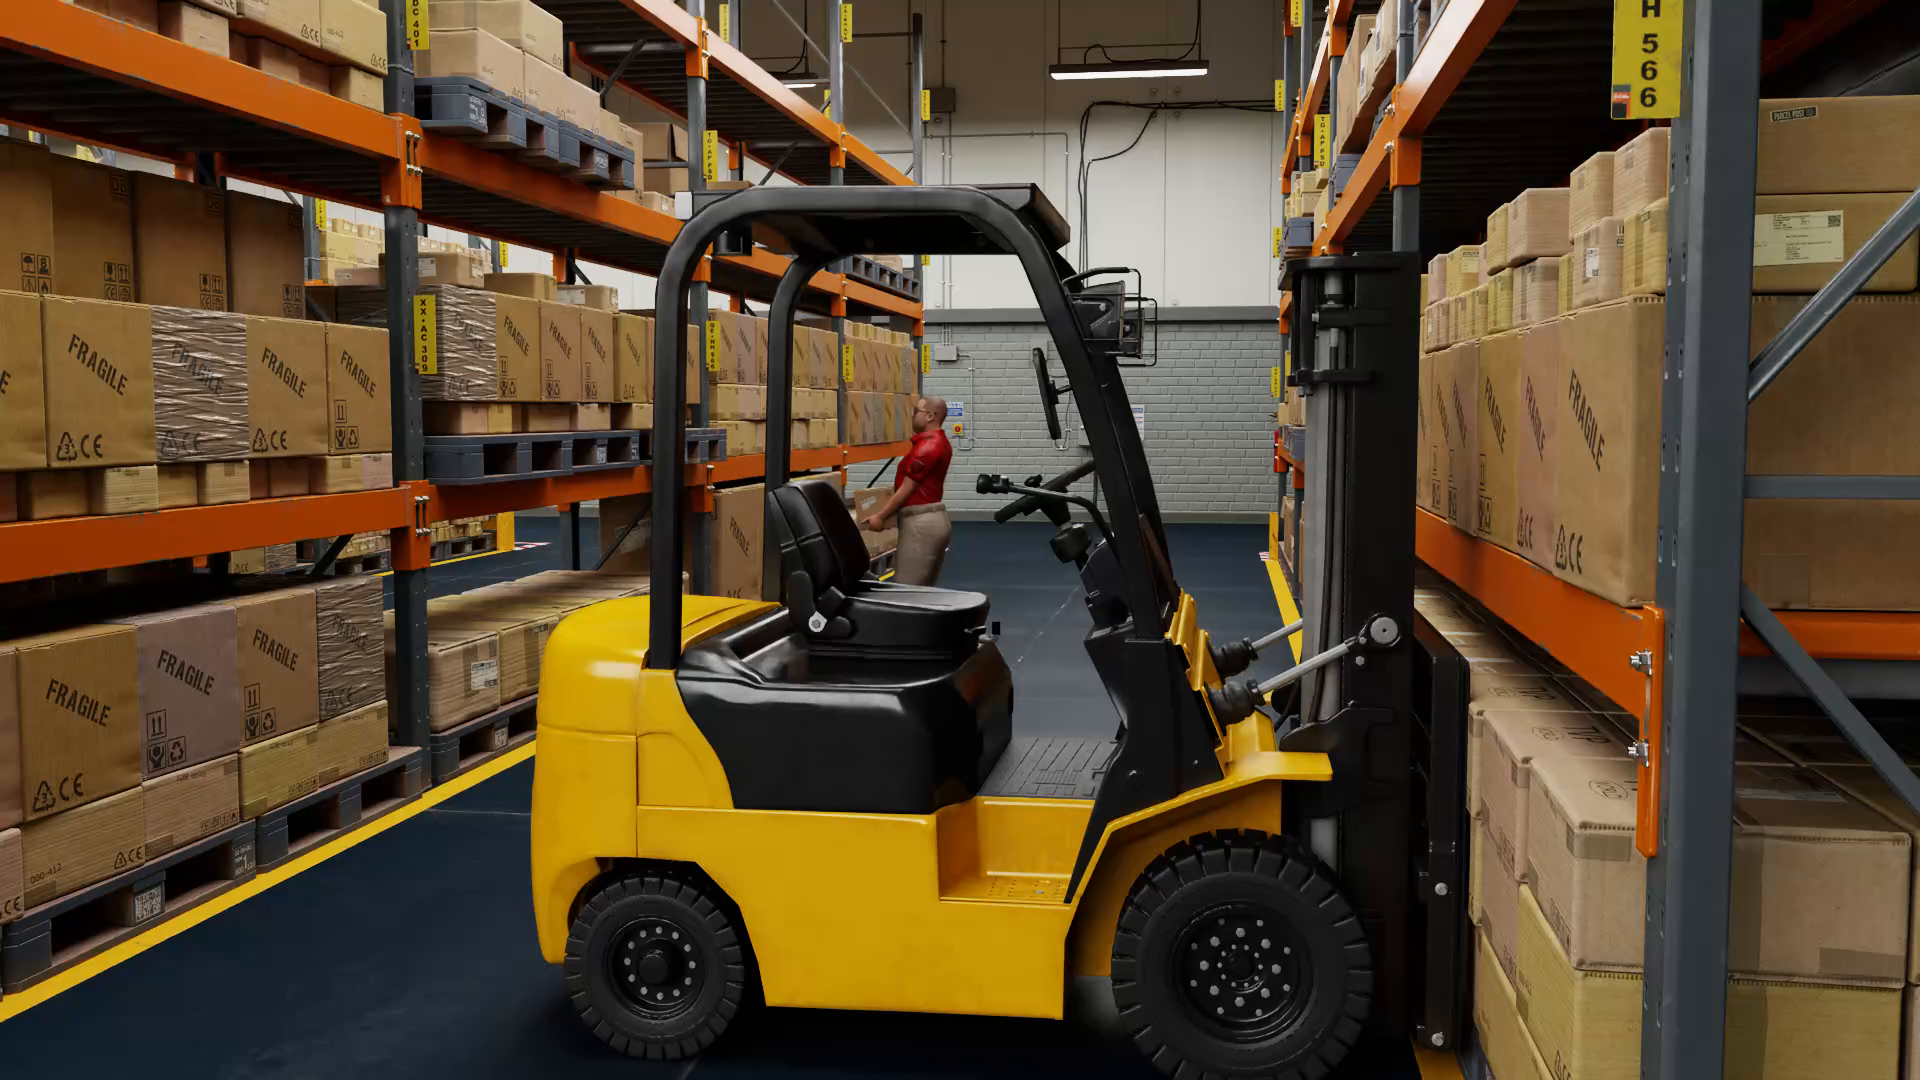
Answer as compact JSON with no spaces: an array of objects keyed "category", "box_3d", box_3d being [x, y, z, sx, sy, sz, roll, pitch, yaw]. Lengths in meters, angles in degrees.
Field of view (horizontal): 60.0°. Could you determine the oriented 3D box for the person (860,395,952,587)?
[{"category":"person","box_3d":[-0.332,-0.040,10.336,0.537,1.712,0.493,1,4,9]}]
